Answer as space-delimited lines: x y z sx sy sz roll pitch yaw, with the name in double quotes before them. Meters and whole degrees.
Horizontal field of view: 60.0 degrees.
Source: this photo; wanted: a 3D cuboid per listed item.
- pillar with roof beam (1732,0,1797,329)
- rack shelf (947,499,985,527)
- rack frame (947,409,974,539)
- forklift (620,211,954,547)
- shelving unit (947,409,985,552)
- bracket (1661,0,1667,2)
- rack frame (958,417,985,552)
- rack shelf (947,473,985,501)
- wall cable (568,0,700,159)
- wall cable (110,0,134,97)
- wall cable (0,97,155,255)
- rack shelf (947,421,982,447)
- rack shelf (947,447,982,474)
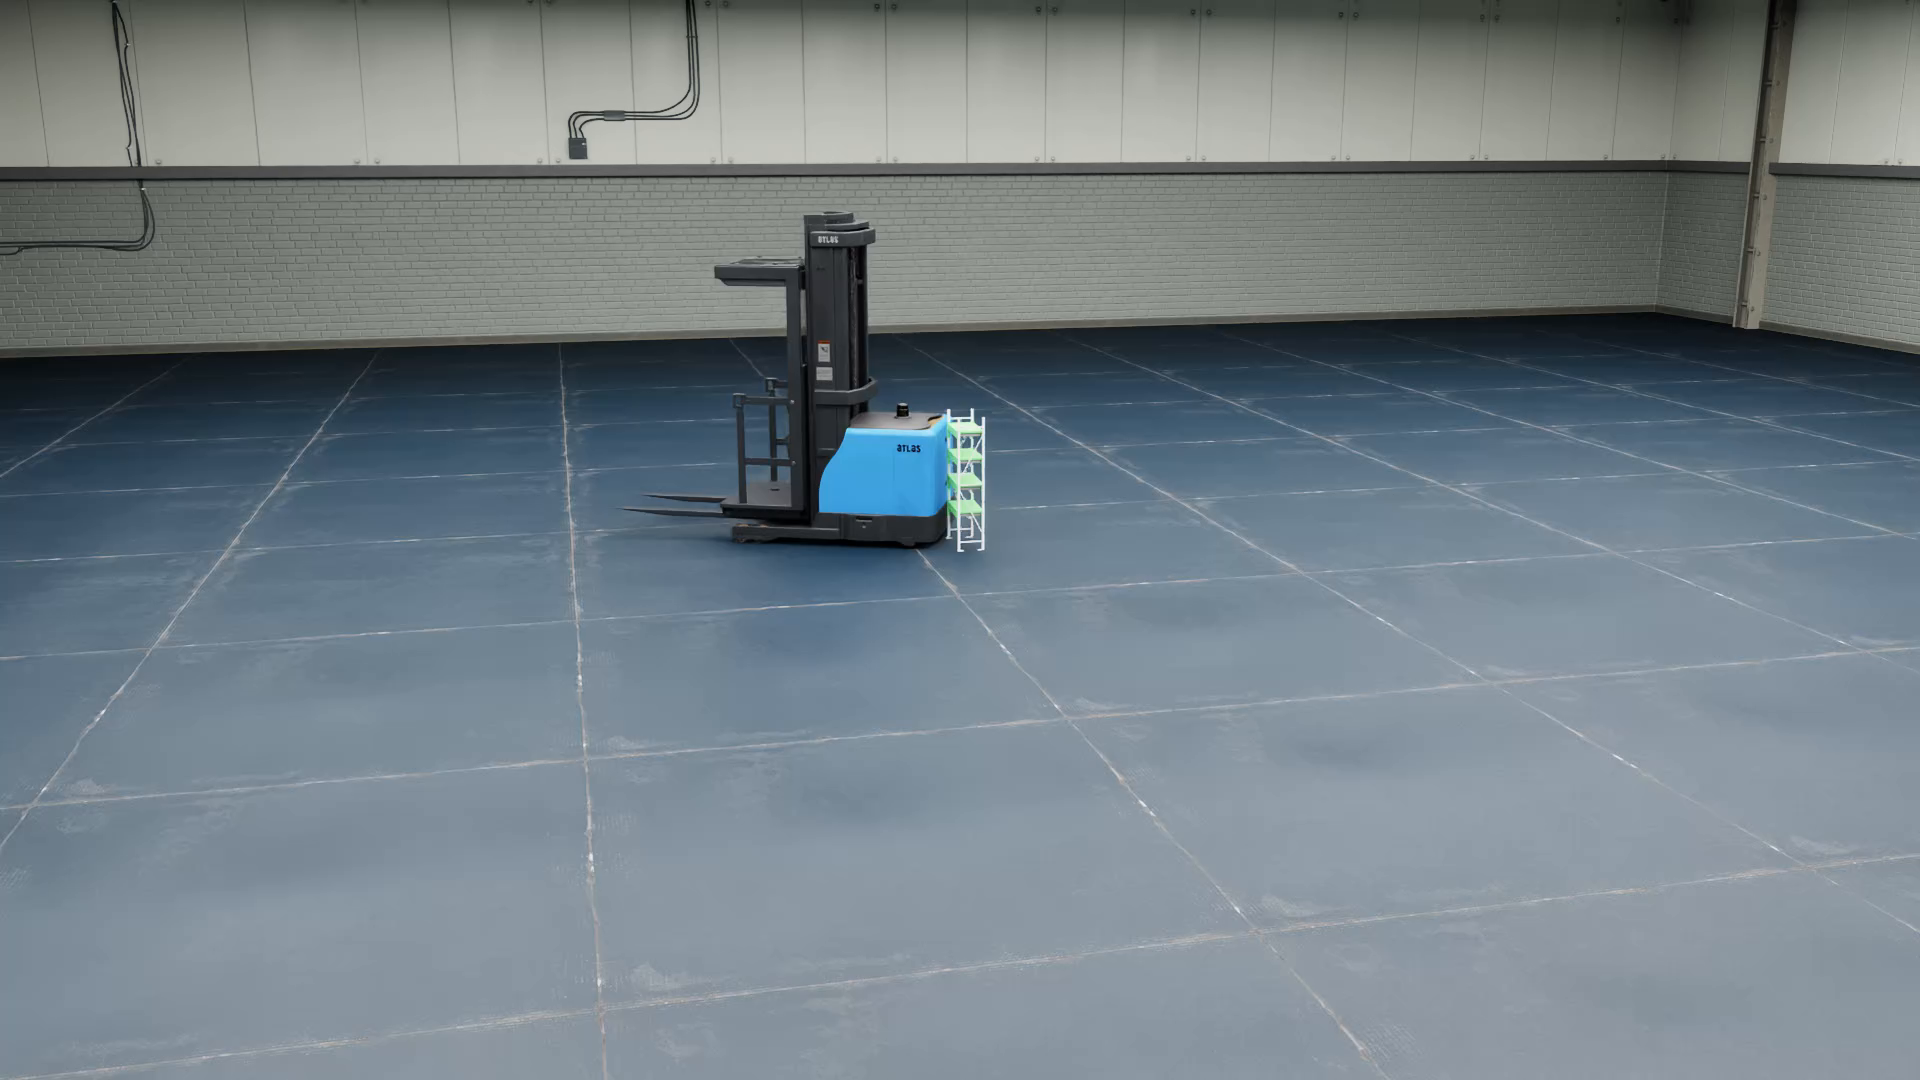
"pillar with roof beam" 10.923 -8.213 29.905 9.100 9.000 0.548 -3 14 -13
"rack shelf" 0.052 -0.249 15.021 0.258 0.148 0.480 -3 14 -11
"rack frame" 0.005 -0.601 15.181 0.240 1.200 0.015 -3 14 -11
"forklift" -1.621 -1.513 15.269 3.031 2.935 1.130 2 14 10
"shelving unit" 0.052 -0.544 14.949 0.258 1.200 0.503 -3 14 -11
"bracket" 14.108 -10.824 33.009 0.235 0.232 0.430 -3 14 -13
"rack frame" 0.098 -0.487 14.716 0.240 1.200 0.015 -3 14 -11
"rack shelf" 0.052 -0.482 14.964 0.258 0.148 0.480 -3 14 -11
"wall cable" -5.686 -9.628 28.532 2.305 6.003 0.169 -3 14 -13
"wall cable" -12.288 -8.546 27.171 3.097 2.526 0.112 -3 14 -13
"wall cable" -14.918 -5.942 27.153 3.097 2.526 0.112 -3 14 -13
"rack shelf" 0.051 -0.948 14.850 0.258 0.148 0.480 -3 14 -11
"rack shelf" 0.051 -0.715 14.907 0.258 0.148 0.480 -3 14 -11
